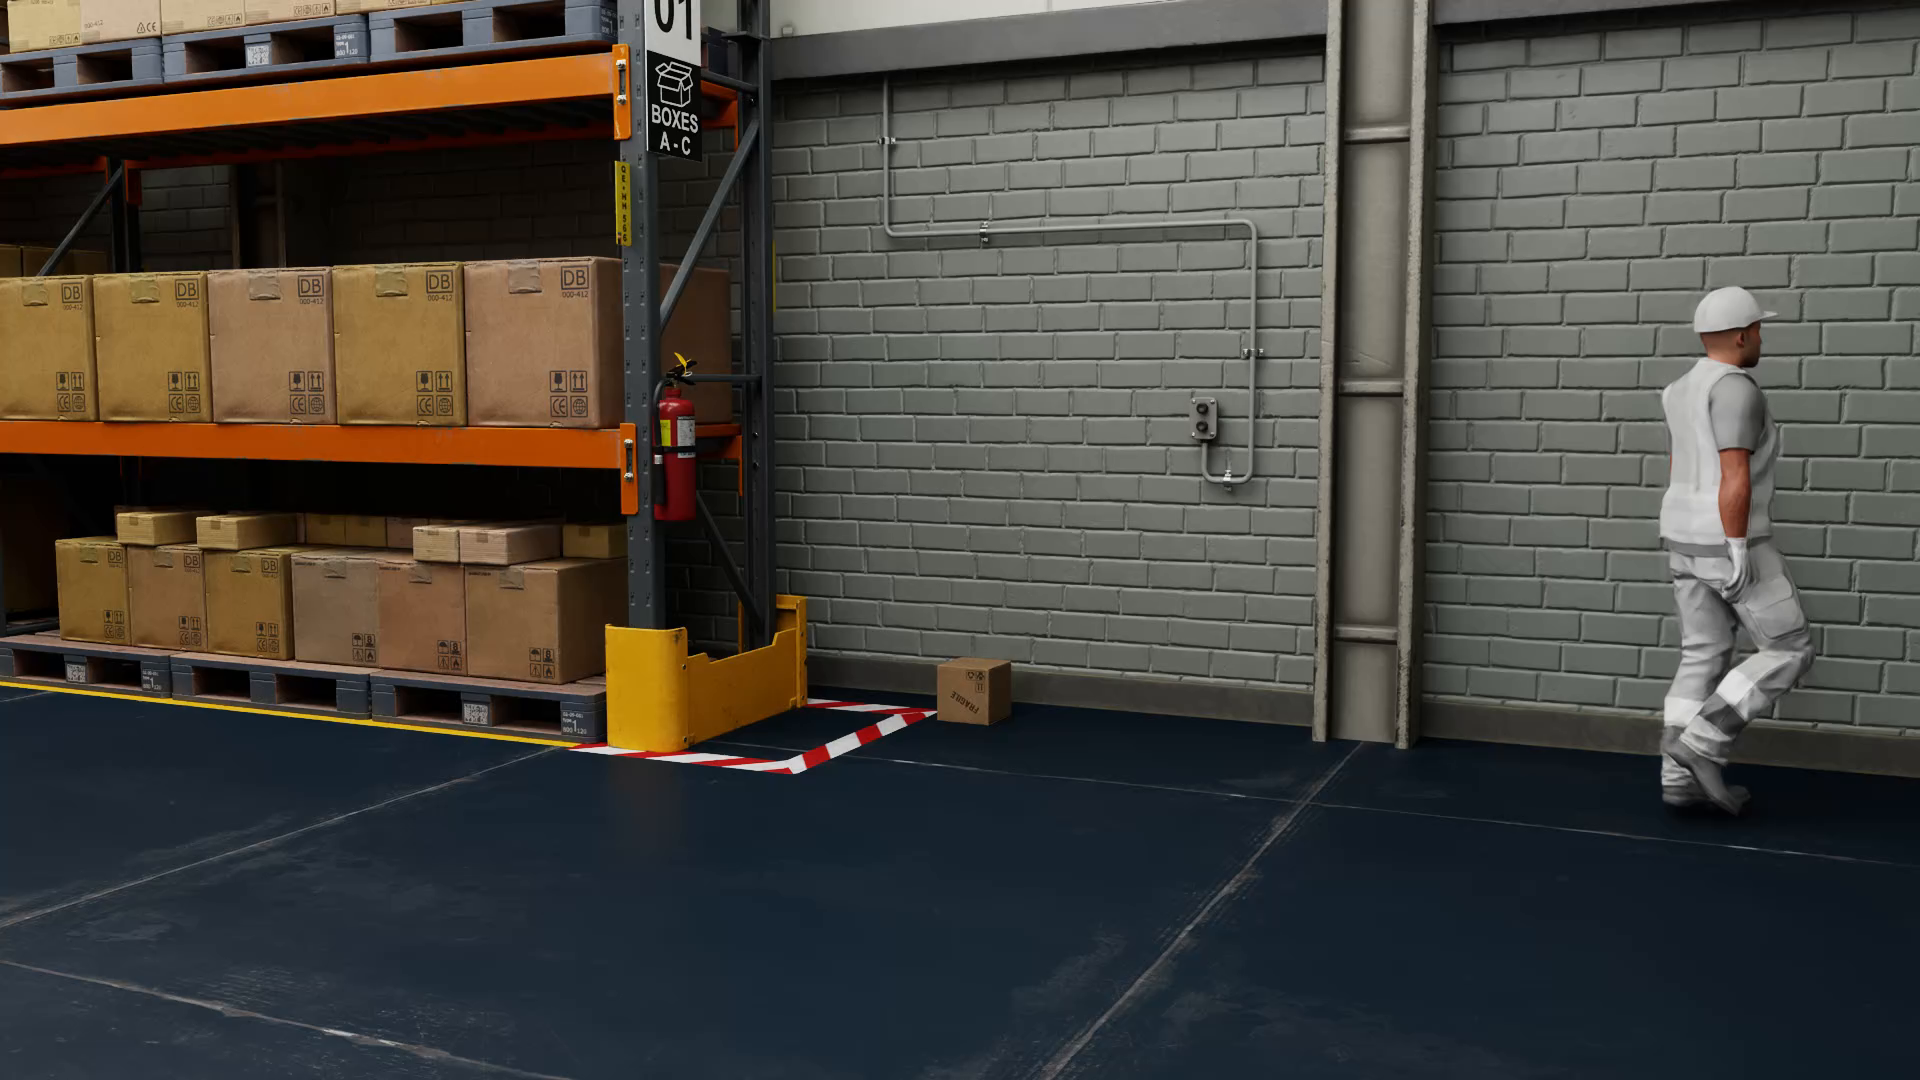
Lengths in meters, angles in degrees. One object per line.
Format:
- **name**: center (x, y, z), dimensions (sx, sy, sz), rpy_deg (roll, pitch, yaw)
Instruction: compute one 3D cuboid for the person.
- **person**: center (2.624, 0.028, 5.714), dimensions (0.454, 1.783, 0.582), rpy_deg (0, 5, -2)
